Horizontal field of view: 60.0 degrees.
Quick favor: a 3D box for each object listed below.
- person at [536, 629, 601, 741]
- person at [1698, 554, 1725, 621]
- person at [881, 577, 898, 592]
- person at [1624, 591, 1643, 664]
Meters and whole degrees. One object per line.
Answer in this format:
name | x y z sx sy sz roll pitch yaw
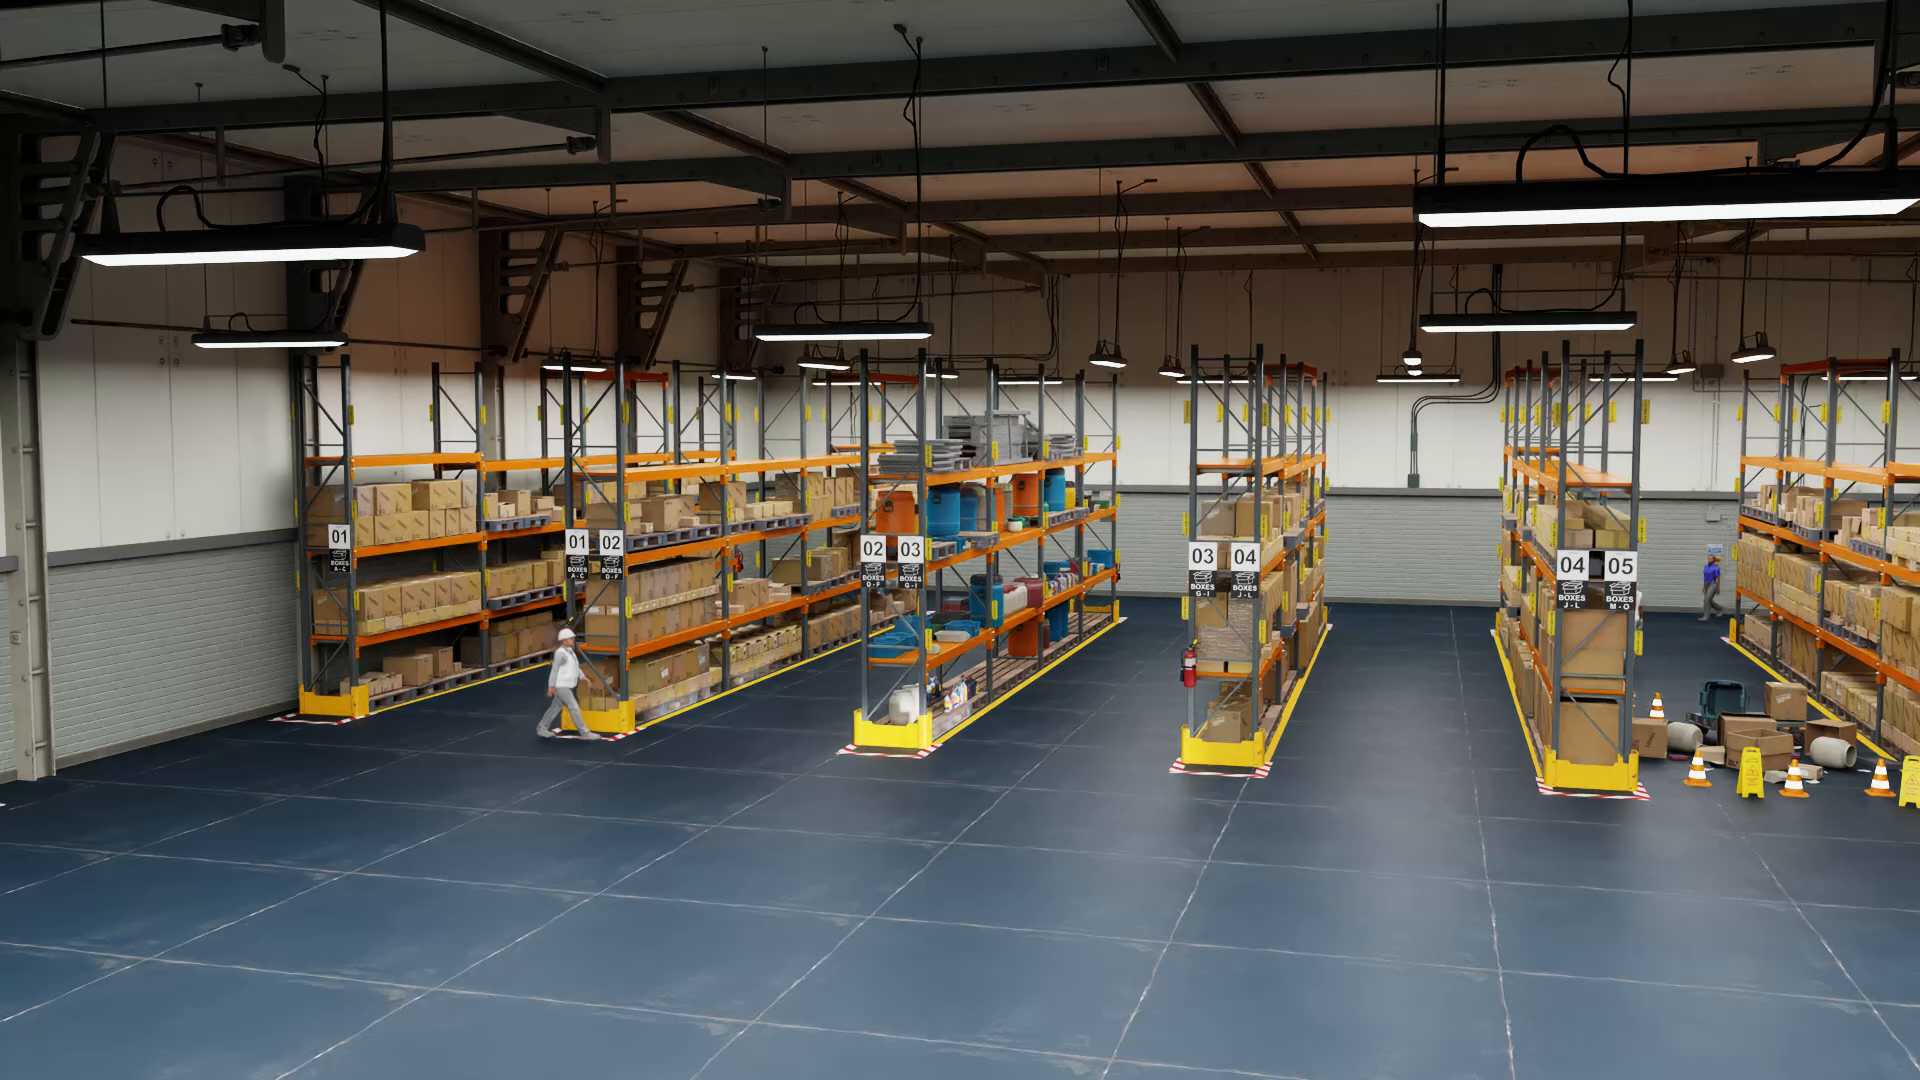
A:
person | -6.020 2.213 25.528 1.089 1.702 0.584 1 4 12
person | 18.296 1.153 40.406 0.834 1.607 0.439 -1 4 -14
person | -1.703 0.817 44.940 1.054 1.590 0.452 1 5 19
person | 13.364 1.625 33.272 0.600 1.803 0.400 -1 4 -8
